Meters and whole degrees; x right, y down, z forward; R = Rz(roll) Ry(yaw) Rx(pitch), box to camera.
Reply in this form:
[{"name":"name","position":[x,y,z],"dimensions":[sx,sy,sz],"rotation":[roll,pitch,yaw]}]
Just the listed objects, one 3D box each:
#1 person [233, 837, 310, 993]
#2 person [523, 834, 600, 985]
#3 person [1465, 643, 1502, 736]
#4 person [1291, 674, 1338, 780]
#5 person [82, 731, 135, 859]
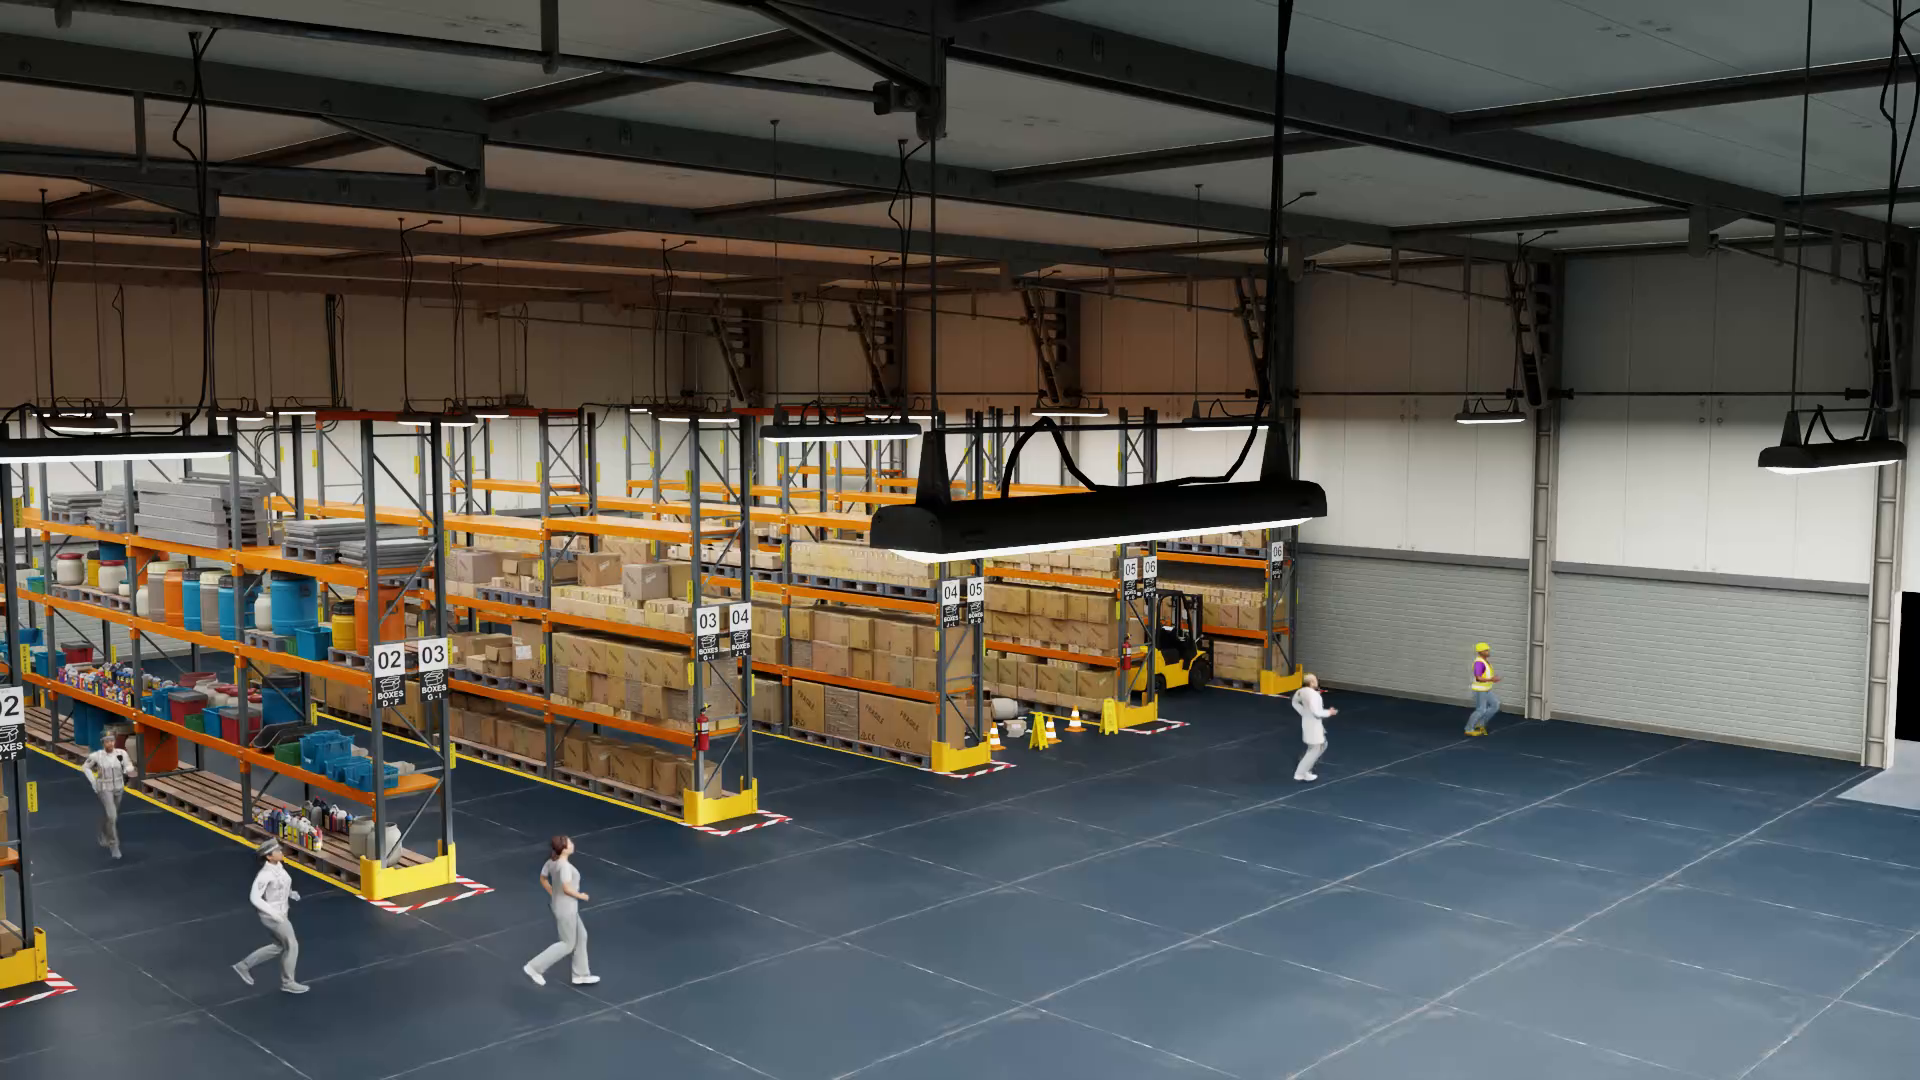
[{"name":"person","position":[-7.262,3.954,17.501],"dimensions":[0.730,1.695,0.612],"rotation":[-1,5,-15]},{"name":"person","position":[-4.241,3.949,17.659],"dimensions":[0.821,1.663,0.573],"rotation":[-3,6,-30]},{"name":"person","position":[9.638,2.757,30.528],"dimensions":[0.687,1.759,0.664],"rotation":[3,6,33]},{"name":"person","position":[5.788,3.058,27.097],"dimensions":[0.687,1.771,0.692],"rotation":[0,5,-3]},{"name":"person","position":[-11.682,3.471,22.894],"dimensions":[0.760,1.750,0.584],"rotation":[4,7,40]}]
